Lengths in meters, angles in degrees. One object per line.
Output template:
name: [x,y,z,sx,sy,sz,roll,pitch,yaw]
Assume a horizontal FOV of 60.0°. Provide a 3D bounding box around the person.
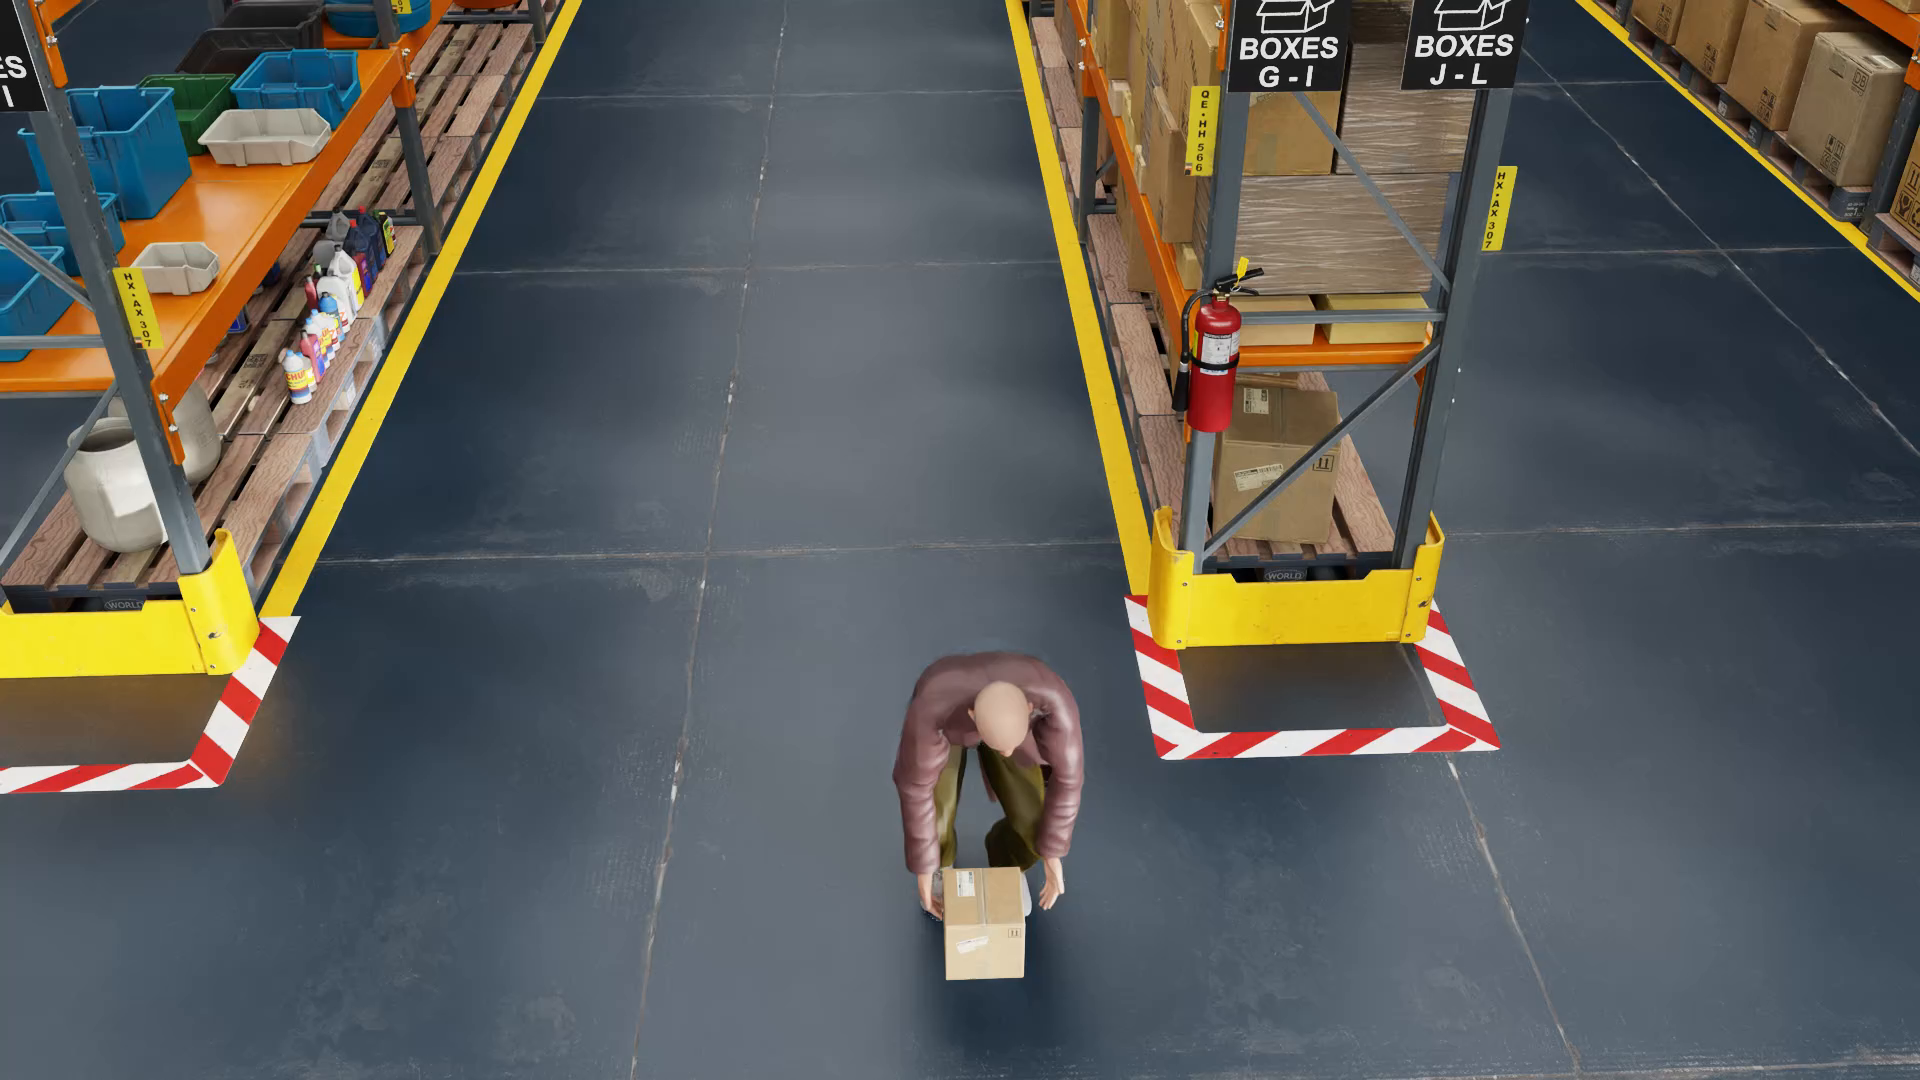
person: [0.078,0.847,5.573,0.612,1.055,0.890,-2,35,-2]
